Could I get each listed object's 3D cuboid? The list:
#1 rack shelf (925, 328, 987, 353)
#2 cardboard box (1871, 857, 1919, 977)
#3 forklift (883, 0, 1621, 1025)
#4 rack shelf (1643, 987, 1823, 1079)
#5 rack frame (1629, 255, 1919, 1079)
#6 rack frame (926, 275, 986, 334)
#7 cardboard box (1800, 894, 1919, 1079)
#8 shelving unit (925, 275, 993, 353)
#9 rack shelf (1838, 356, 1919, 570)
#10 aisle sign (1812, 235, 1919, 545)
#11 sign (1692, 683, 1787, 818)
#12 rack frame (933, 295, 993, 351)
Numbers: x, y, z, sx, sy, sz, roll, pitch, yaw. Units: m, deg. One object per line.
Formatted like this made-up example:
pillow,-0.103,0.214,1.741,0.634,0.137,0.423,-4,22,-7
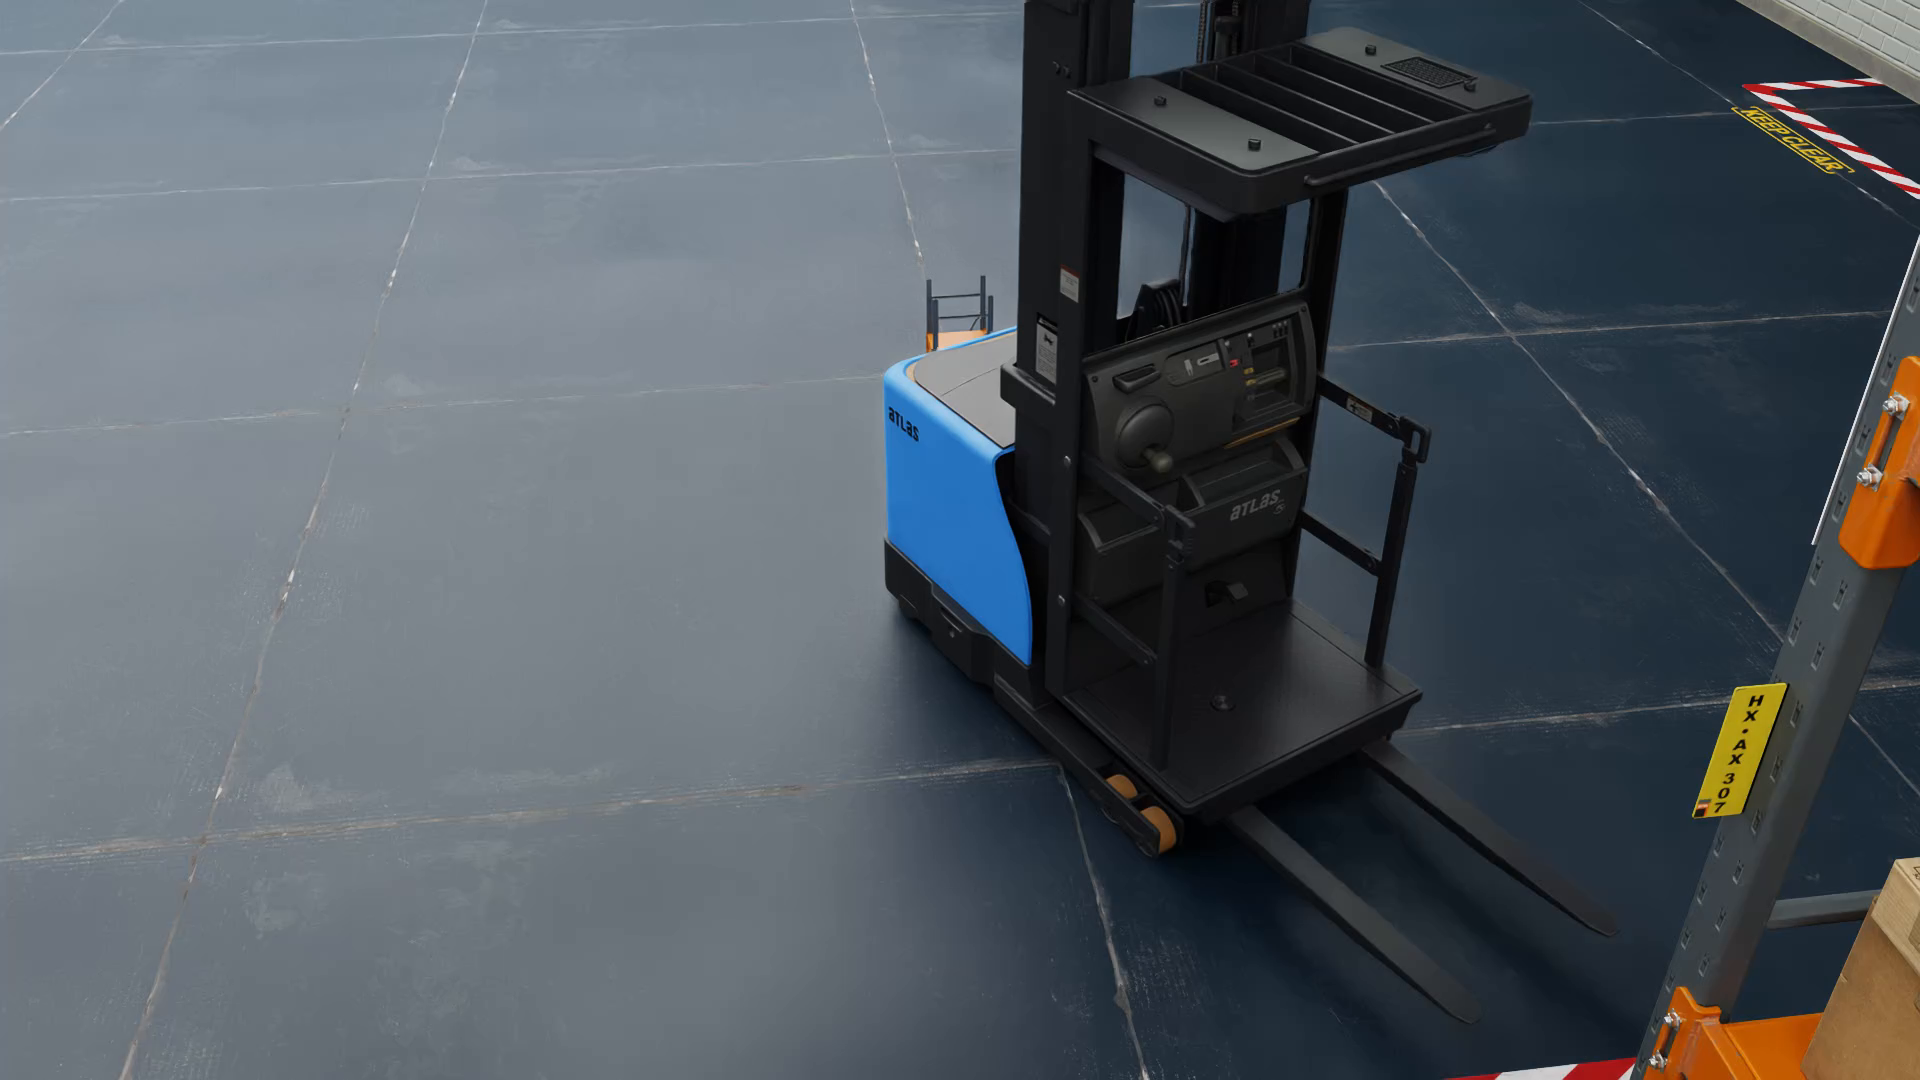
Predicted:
rack shelf,-0.003,-0.766,6.747,0.258,0.103,0.180,-5,35,-7
cardboard box,1.867,0.681,2.922,0.380,0.149,0.250,-5,35,-7
forklift,0.921,-0.442,5.296,1.130,2.935,3.031,-20,39,-27
rack shelf,2.297,2.168,2.043,1.077,0.370,4.000,-4,35,-6
rack frame,2.031,0.755,3.479,0.949,2.616,0.053,-4,35,-6
rack frame,-0.017,-0.556,7.000,0.240,1.200,0.006,-5,35,-7
cardboard box,2.078,0.975,3.067,0.700,0.500,0.500,-4,35,-6
shelving unit,-0.003,-0.505,6.925,0.258,1.200,0.189,-5,35,-7
rack shelf,2.297,0.929,1.199,1.077,0.370,4.000,-4,35,-6
aisle sign,1.715,-0.333,2.766,0.394,0.787,0.004,-4,35,-6
sign,1.477,0.403,3.156,0.100,0.325,0.005,-4,35,-6
rack frame,0.011,-0.454,6.850,0.240,1.200,0.006,-5,35,-7
